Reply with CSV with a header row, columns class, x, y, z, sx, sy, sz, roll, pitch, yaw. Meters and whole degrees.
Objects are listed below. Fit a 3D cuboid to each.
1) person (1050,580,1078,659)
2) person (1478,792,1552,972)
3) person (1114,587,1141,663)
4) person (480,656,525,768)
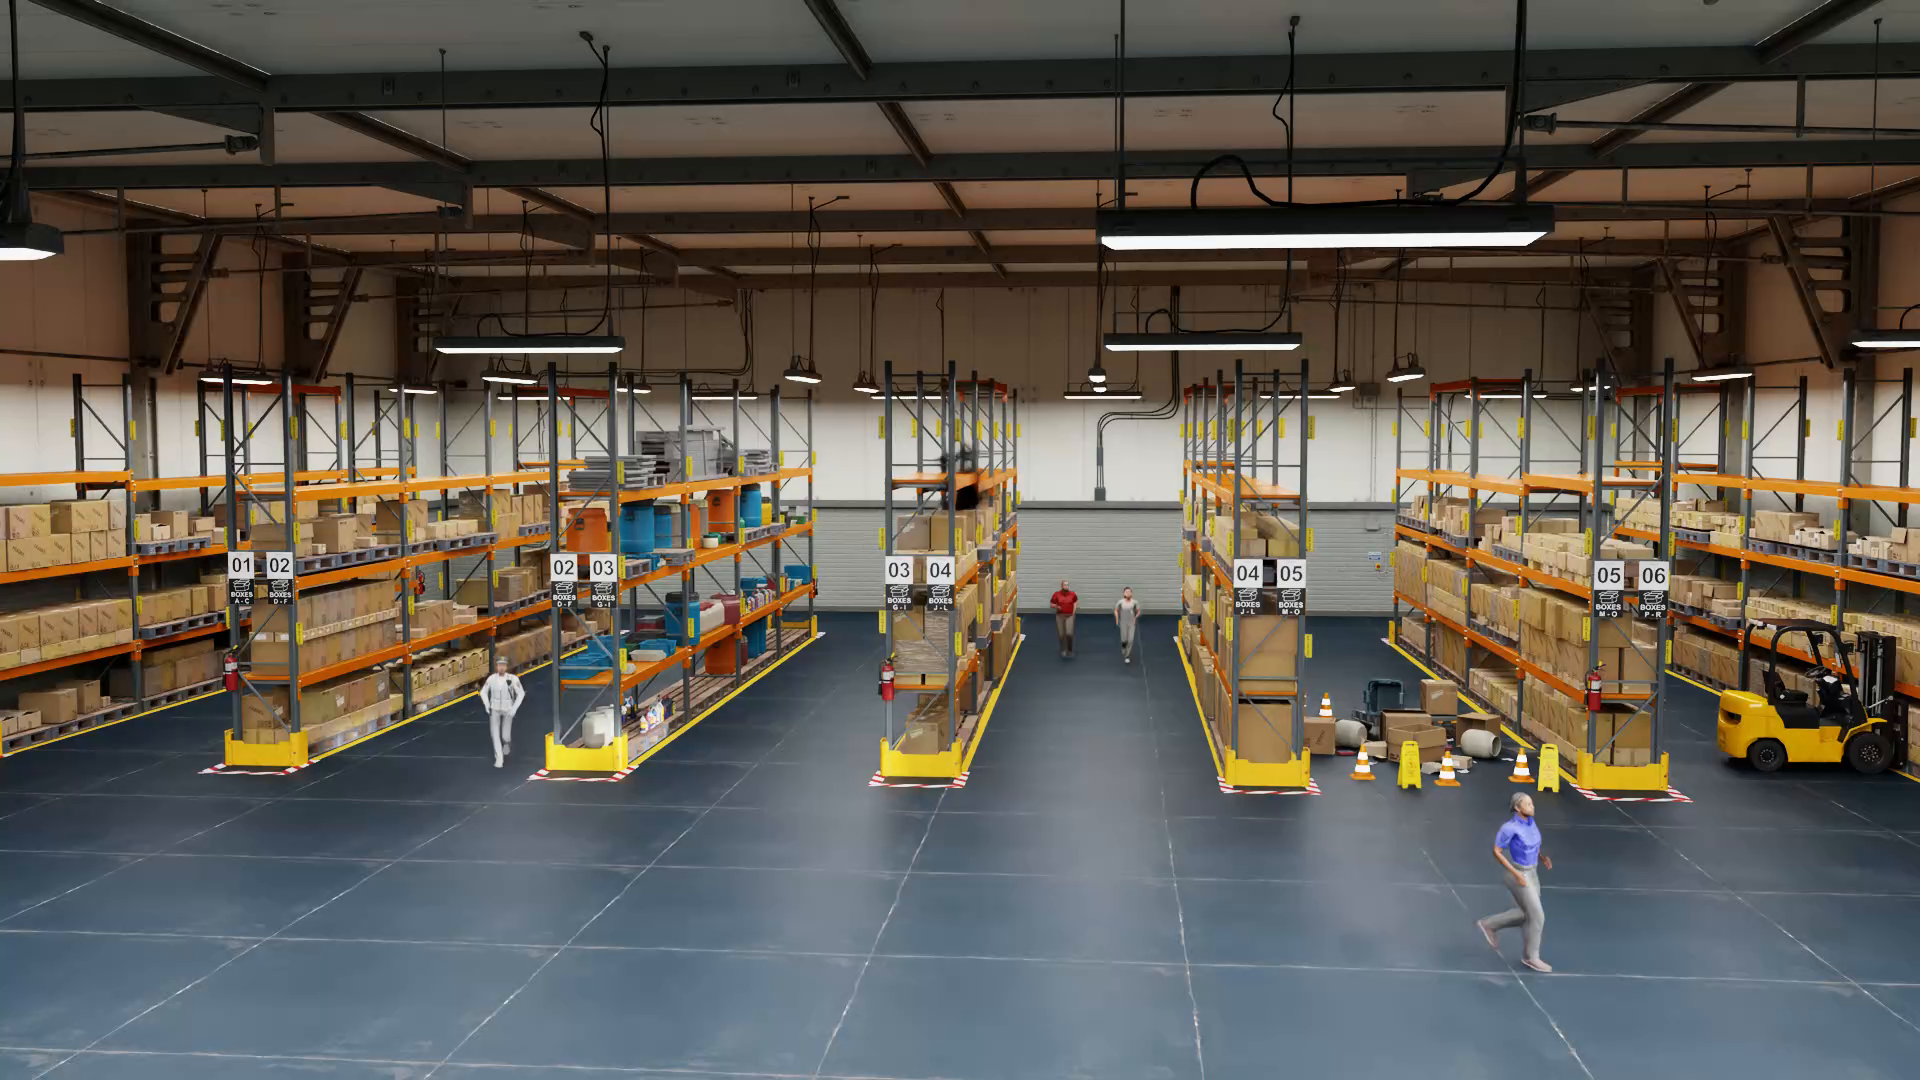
class,x,y,z,sx,sy,sz,roll,pitch,yaw
person,2.291,1.764,36.522,0.629,1.759,0.711,0,4,1
person,5.239,3.173,15.595,0.684,1.649,0.576,3,5,42
person,3.631,1.830,36.012,0.570,1.627,0.570,0,4,4
person,-6.866,2.556,24.956,0.650,1.671,0.574,-1,4,-8
